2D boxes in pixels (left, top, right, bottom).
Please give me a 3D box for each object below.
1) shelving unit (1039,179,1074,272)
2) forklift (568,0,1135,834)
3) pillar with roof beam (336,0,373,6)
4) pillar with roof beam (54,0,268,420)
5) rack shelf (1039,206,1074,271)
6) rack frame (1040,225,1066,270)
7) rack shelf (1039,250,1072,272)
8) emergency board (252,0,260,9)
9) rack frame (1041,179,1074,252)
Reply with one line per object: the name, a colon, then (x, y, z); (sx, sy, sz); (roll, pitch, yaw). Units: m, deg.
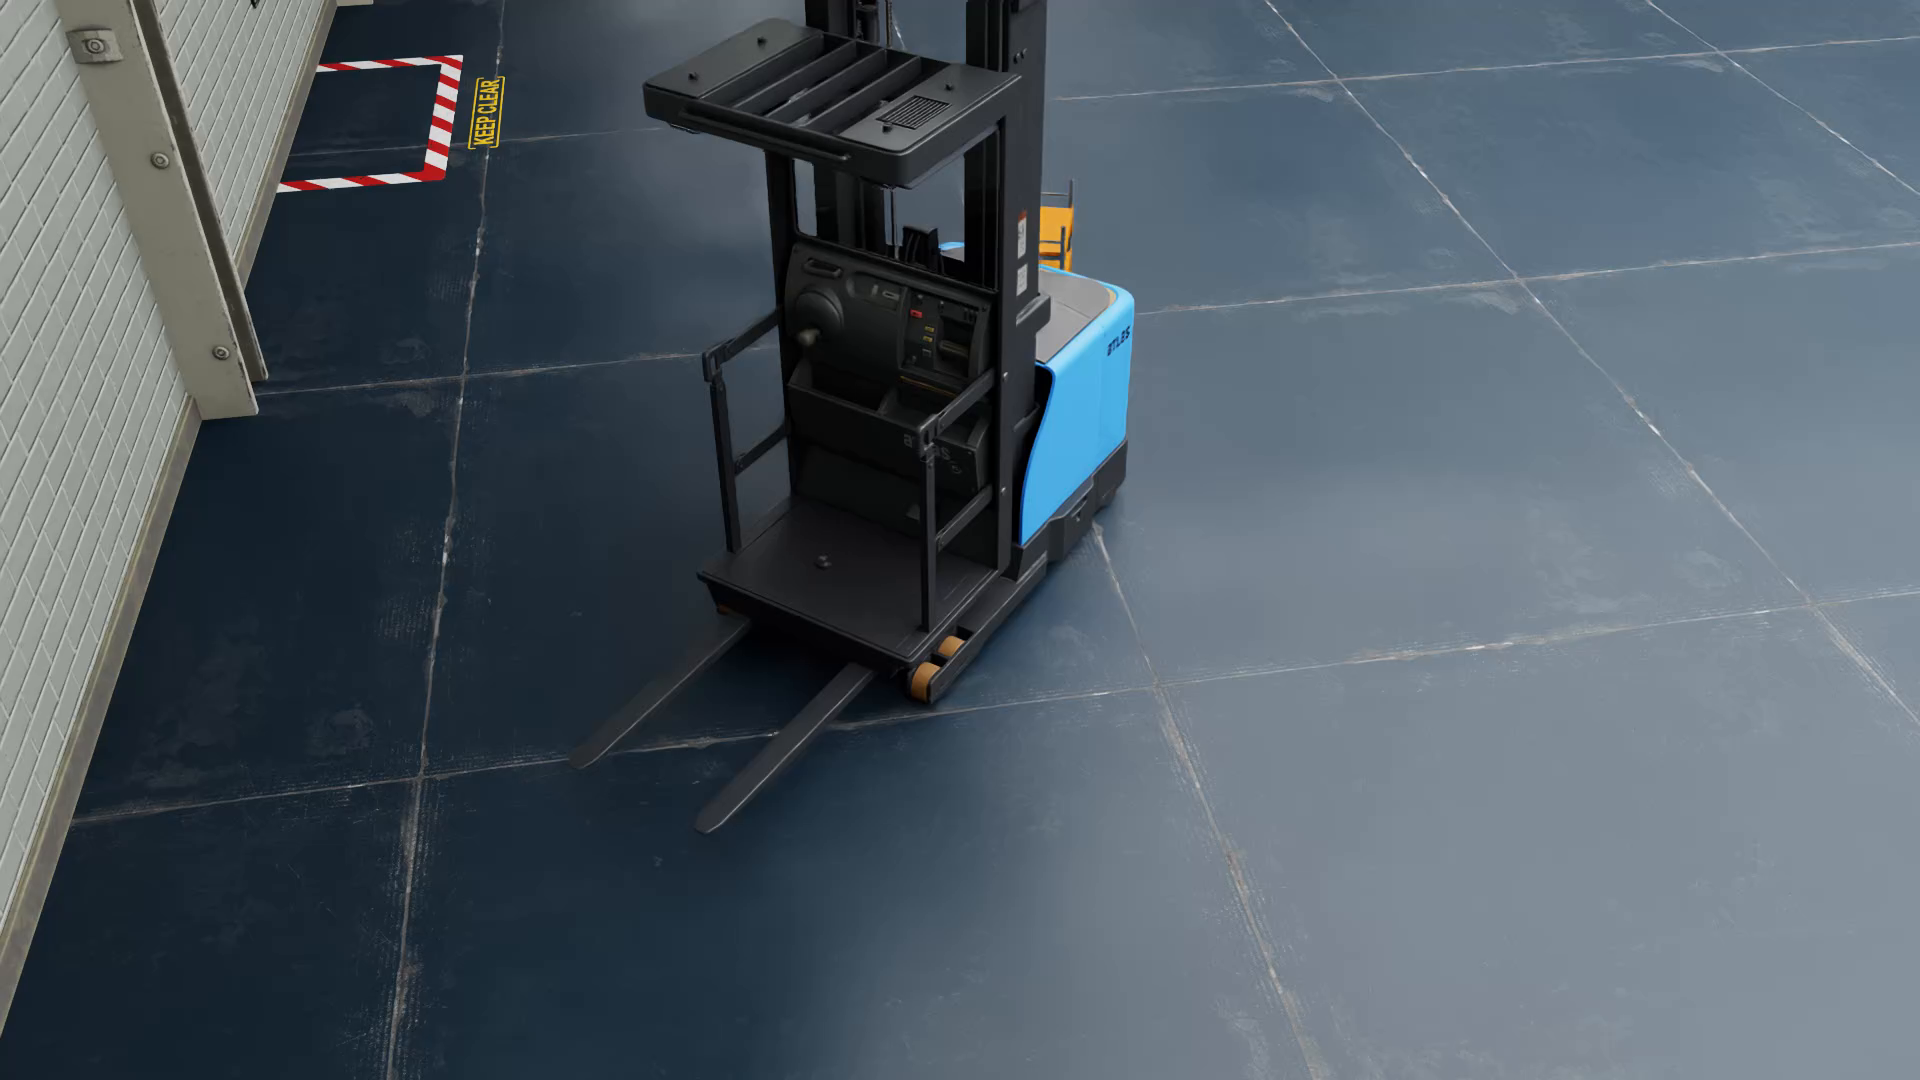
shelving unit: (0.400, -1.127, 8.222); (0.258, 1.200, 0.503); (5, 38, 6)
forklift: (-0.406, -0.814, 6.409); (1.130, 2.935, 3.031); (21, 42, 25)
pillar with roof beam: (-0.628, -8.390, 11.215); (9.100, 9.000, 0.400); (-6, 38, -8)
pillar with roof beam: (0.424, -4.766, 6.550); (9.100, 9.000, 0.400); (-6, 38, -8)
rack shelf: (0.400, -1.437, 7.981); (0.258, 0.148, 0.480); (5, 38, 6)
rack frame: (0.368, -0.978, 8.031); (0.240, 1.200, 0.015); (5, 38, 6)
rack shelf: (0.400, -1.250, 8.127); (0.258, 0.148, 0.480); (5, 38, 6)
emergency board: (-4.487, -4.054, 10.523); (0.157, 1.169, 0.626); (-6, 38, -8)
rack frame: (0.432, -1.275, 8.413); (0.240, 1.200, 0.015); (5, 38, 6)
